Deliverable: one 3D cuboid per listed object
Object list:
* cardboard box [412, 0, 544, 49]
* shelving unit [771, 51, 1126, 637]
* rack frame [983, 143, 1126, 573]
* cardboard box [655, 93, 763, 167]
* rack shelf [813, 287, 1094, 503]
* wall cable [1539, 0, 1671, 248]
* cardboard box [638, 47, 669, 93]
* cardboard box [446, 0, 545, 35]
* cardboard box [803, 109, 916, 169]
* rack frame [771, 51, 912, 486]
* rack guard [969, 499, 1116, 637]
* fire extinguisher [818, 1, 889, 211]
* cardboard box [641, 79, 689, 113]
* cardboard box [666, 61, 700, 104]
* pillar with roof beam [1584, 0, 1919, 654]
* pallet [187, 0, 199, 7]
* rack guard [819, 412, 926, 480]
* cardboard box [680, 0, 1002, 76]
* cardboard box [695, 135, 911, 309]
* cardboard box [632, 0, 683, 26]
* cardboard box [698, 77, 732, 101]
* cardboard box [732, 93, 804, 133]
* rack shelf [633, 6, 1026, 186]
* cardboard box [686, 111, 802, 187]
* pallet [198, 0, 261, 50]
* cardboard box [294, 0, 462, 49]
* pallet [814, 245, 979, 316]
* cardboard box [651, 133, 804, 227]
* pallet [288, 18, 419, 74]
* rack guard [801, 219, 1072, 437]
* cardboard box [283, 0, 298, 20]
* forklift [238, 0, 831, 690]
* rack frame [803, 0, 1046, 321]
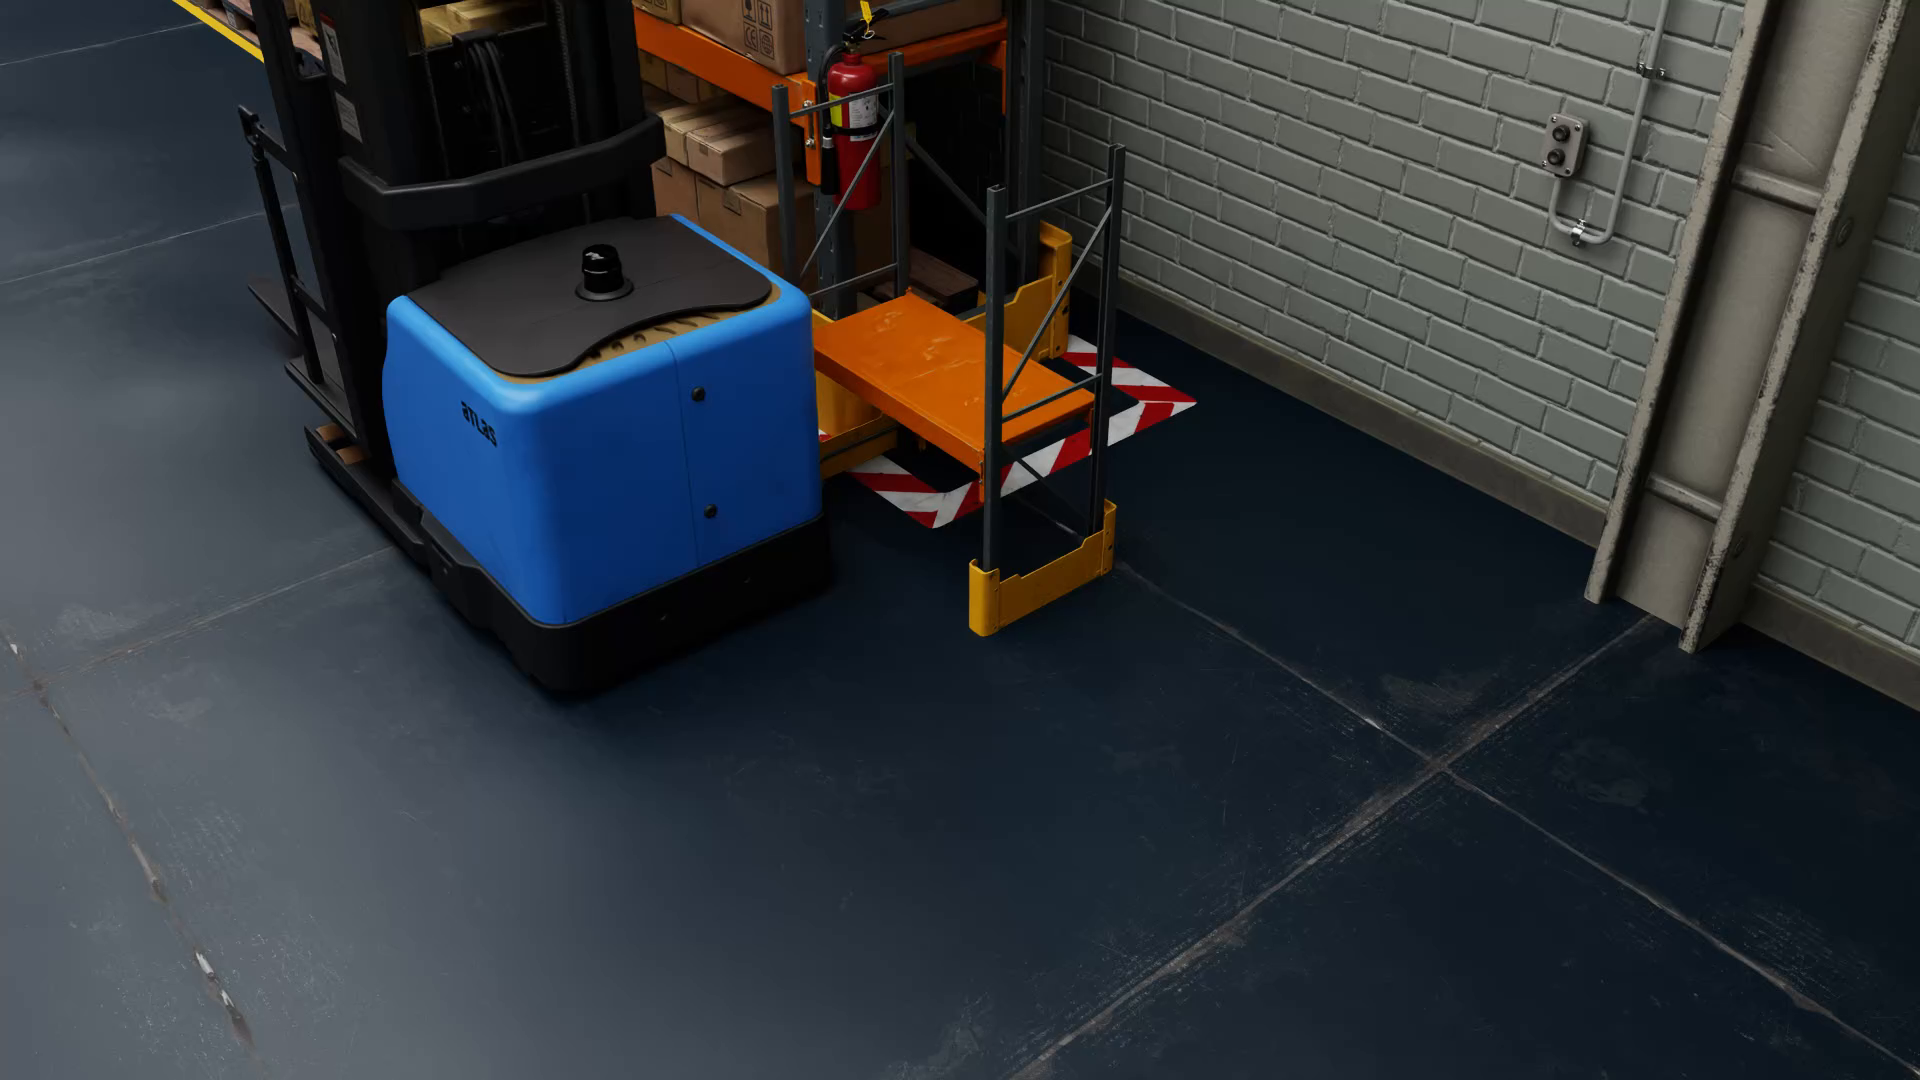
[{"bbox_3d":[-2.279,-2.426,8.379,0.700,0.500,0.500,-25,43,-31],"label":"cardboard box"},{"bbox_3d":[-0.049,-0.646,5.364,0.587,1.500,1.083,-26,43,-32],"label":"shelving unit"},{"bbox_3d":[0.273,-0.425,5.053,0.500,1.500,0.032,-26,43,-32],"label":"rack frame"},{"bbox_3d":[-1.018,-1.666,6.745,0.380,0.149,0.250,-25,42,-31],"label":"cardboard box"},{"bbox_3d":[-0.055,-0.503,5.474,0.538,0.185,1.000,-26,43,-32],"label":"rack shelf"},{"bbox_3d":[1.446,-2.079,5.211,0.084,1.984,1.851,-26,43,-32],"label":"wall cable"},{"bbox_3d":[-1.217,-2.143,7.419,0.380,0.149,0.250,-26,43,-31],"label":"cardboard box"},{"bbox_3d":[-2.198,-2.471,7.882,0.380,0.149,0.250,-24,42,-30],"label":"cardboard box"},{"bbox_3d":[-0.397,-1.584,6.629,0.380,0.149,0.250,-26,43,-31],"label":"cardboard box"},{"bbox_3d":[-0.383,-0.874,5.687,0.500,1.500,0.032,-26,43,-32],"label":"rack frame"},{"bbox_3d":[0.272,0.084,5.415,0.587,0.250,0.087,-26,43,-32],"label":"rack guard"},{"bbox_3d":[-0.358,-1.454,5.598,0.296,0.674,0.183,-26,43,-32],"label":"fire extinguisher"},{"bbox_3d":[-1.279,-1.742,7.414,0.700,0.500,0.500,-28,44,-33],"label":"cardboard box"},{"bbox_3d":[-1.051,-2.030,7.259,0.380,0.149,0.250,-25,42,-31],"label":"cardboard box"},{"bbox_3d":[-0.988,-1.850,0.576,9.100,9.000,0.400,-26,43,-32],"label":"pillar with roof beam"},{"bbox_3d":[-4.814,-3.895,11.066,1.003,0.211,1.213,-26,43,-32],"label":"pallet"},{"bbox_3d":[-0.371,-0.356,6.036,0.587,0.250,0.087,-26,43,-32],"label":"rack guard"},{"bbox_3d":[-0.439,-2.220,6.030,0.980,0.700,0.700,-24,42,-30],"label":"cardboard box"},{"bbox_3d":[-0.631,-1.300,6.789,0.700,0.500,0.500,-26,43,-32],"label":"cardboard box"},{"bbox_3d":[-0.917,-2.538,6.478,0.980,0.700,0.700,-26,43,-32],"label":"cardboard box"},{"bbox_3d":[-0.886,-1.918,7.101,0.380,0.149,0.250,-26,43,-31],"label":"cardboard box"},{"bbox_3d":[-0.725,-1.807,6.944,0.380,0.149,0.250,-26,43,-32],"label":"cardboard box"},{"bbox_3d":[-1.393,-2.466,7.259,1.077,0.370,4.000,-26,43,-32],"label":"rack shelf"},{"bbox_3d":[-0.853,-1.553,6.586,0.380,0.149,0.250,-27,43,-32],"label":"cardboard box"},{"bbox_3d":[-4.031,-3.356,10.306,1.003,0.211,1.213,-26,43,-32],"label":"pallet"},{"bbox_3d":[-3.203,-3.175,9.135,0.750,0.750,0.750,-25,43,-31],"label":"cardboard box"},{"bbox_3d":[-0.678,-1.062,7.068,1.003,0.211,1.213,-26,43,-32],"label":"pallet"},{"bbox_3d":[-0.954,-1.521,7.101,0.700,0.500,0.500,-26,43,-32],"label":"cardboard box"},{"bbox_3d":[-3.239,-2.817,9.545,1.003,0.211,1.213,-26,43,-32],"label":"pallet"},{"bbox_3d":[-0.087,-0.846,6.512,1.175,0.500,0.348,-26,43,-32],"label":"rack guard"},{"bbox_3d":[-3.778,-3.567,9.687,0.750,0.750,0.750,-25,42,-30],"label":"cardboard box"},{"bbox_3d":[-1.742,-1.532,5.377,1.130,2.935,3.031,-25,42,-31],"label":"forklift"},{"bbox_3d":[-0.102,-1.877,5.804,1.000,3.000,0.127,-26,43,-32],"label":"rack frame"}]
